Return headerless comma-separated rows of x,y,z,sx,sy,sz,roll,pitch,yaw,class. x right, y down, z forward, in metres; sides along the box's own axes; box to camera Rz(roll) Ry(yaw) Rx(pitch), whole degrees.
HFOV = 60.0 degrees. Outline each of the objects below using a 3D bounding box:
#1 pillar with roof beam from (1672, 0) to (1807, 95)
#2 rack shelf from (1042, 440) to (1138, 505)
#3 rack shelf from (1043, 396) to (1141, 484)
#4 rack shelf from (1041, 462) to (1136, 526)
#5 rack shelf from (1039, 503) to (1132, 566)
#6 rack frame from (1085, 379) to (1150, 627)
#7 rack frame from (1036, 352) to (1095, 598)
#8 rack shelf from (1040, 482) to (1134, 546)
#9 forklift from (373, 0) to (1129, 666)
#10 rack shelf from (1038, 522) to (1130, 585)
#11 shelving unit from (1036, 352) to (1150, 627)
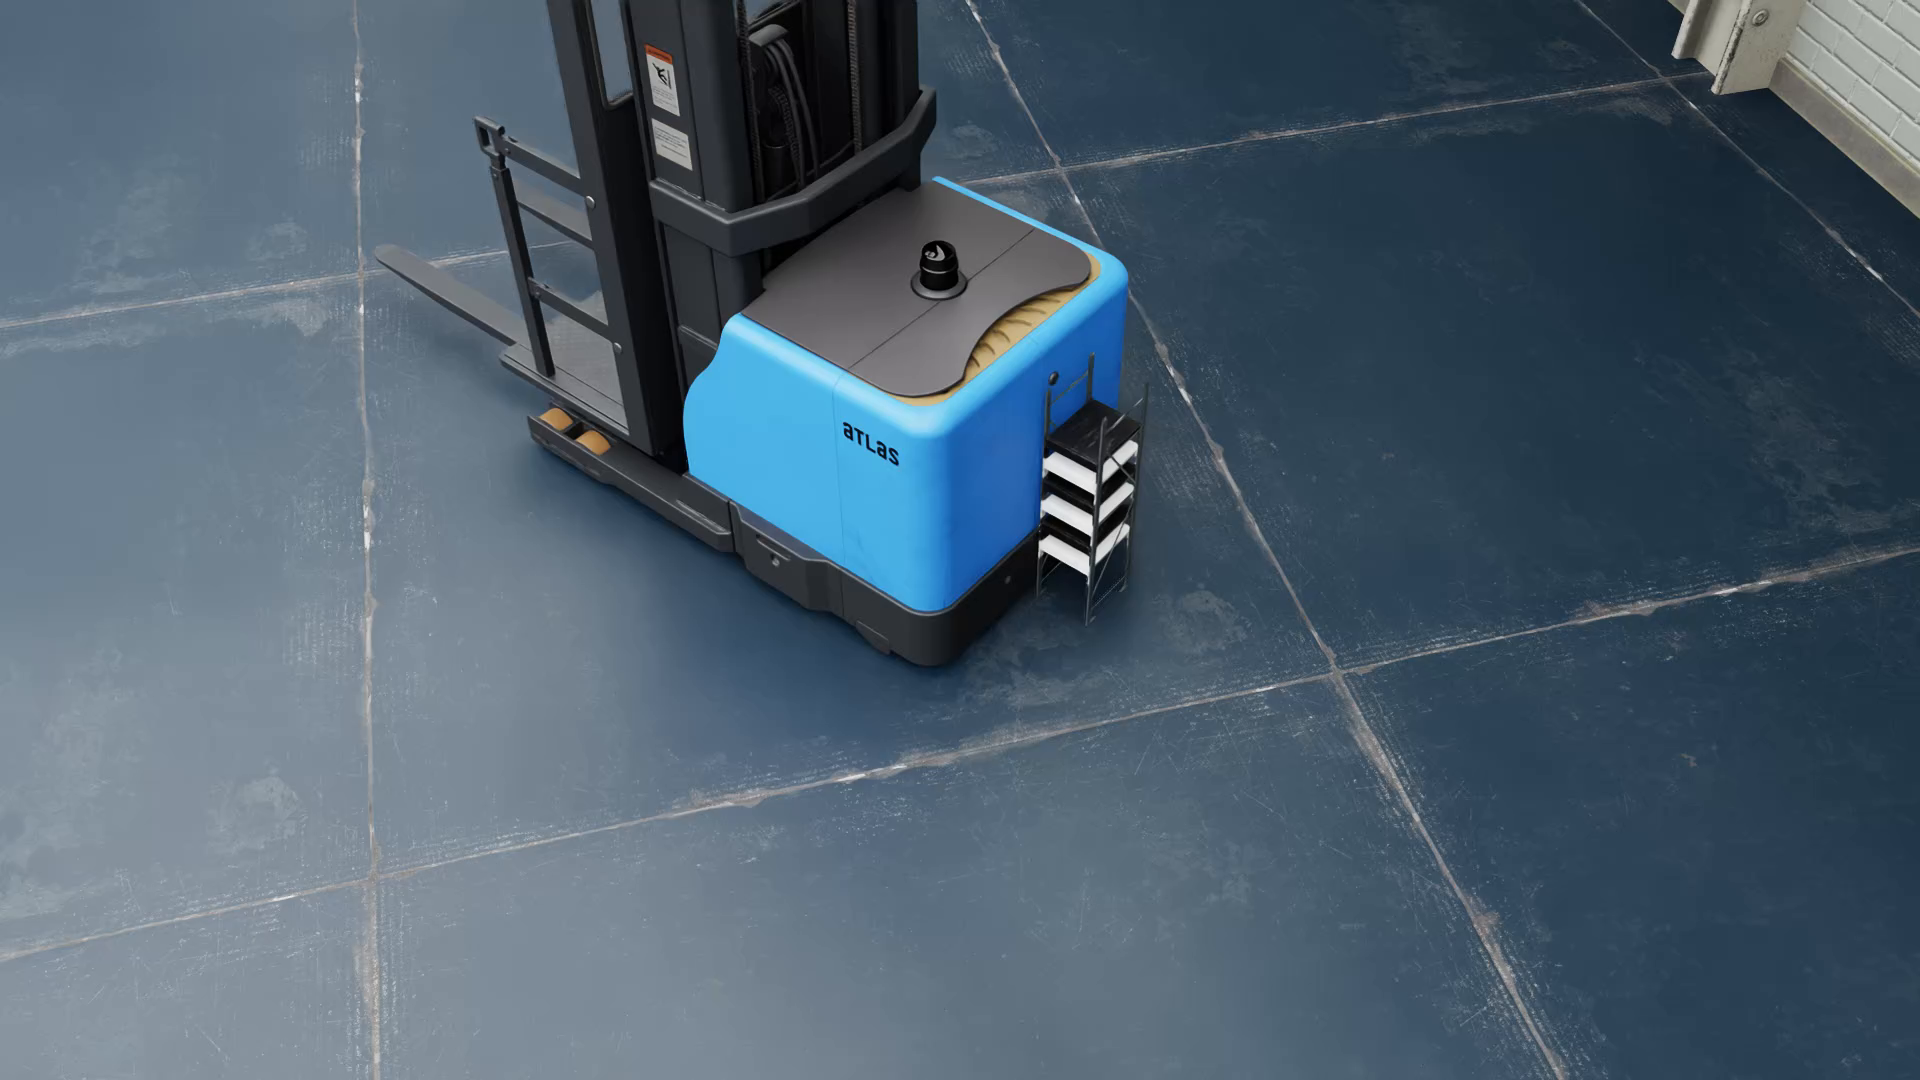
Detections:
-0.516,-4.613,3.970,9.100,9.000,0.400,-11,47,-10,pillar with roof beam
0.411,-0.246,5.155,0.200,0.077,0.258,30,53,26,rack shelf
0.411,-0.309,5.091,0.200,0.077,0.258,30,53,26,rack shelf
0.411,-0.183,5.220,0.200,0.077,0.258,30,53,26,rack shelf
0.410,-0.057,5.348,0.200,0.077,0.258,30,53,26,rack shelf
0.490,-0.097,5.215,0.006,0.900,0.240,30,53,26,rack frame
0.331,-0.189,5.305,0.006,0.900,0.240,30,53,26,rack frame
0.410,-0.120,5.284,0.200,0.077,0.258,30,53,26,rack shelf
-0.931,-1.516,5.183,3.031,2.935,1.130,30,53,26,forklift
0.410,0.006,5.412,0.200,0.077,0.258,30,53,26,rack shelf
0.410,-0.143,5.260,0.210,0.900,0.258,30,53,26,shelving unit
